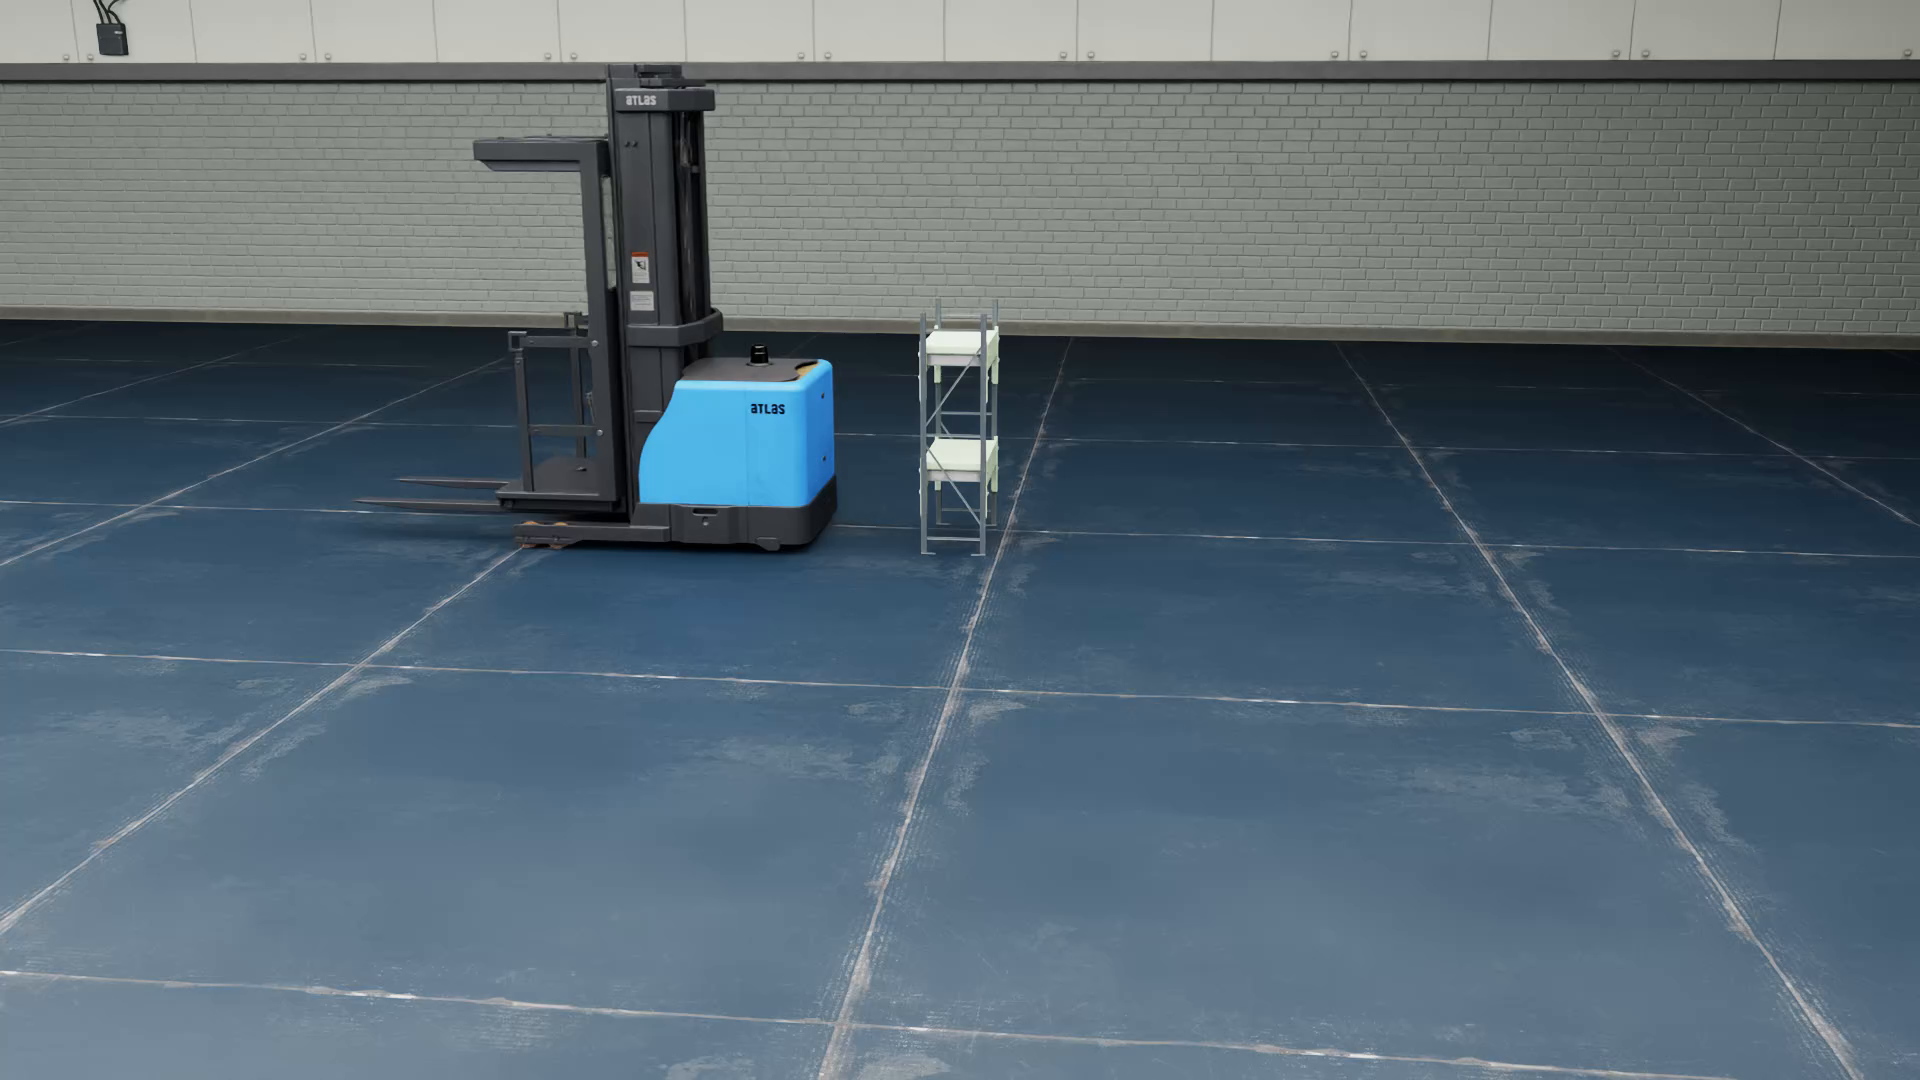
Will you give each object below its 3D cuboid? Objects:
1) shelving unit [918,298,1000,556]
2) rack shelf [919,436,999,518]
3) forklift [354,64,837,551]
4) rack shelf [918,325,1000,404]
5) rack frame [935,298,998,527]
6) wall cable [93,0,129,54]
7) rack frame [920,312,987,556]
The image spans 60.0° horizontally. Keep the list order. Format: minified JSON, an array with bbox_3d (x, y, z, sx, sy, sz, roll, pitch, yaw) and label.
[{"bbox_3d":[0.001,-0.726,10.473,0.431,1.500,0.755,2,15,6],"label":"shelving unit"},{"bbox_3d":[0.001,-0.411,10.558,0.431,0.370,0.720,2,15,6],"label":"rack shelf"},{"bbox_3d":[-2.378,-1.493,10.569,3.031,2.935,1.130,2,15,6],"label":"forklift"},{"bbox_3d":[0.001,-1.102,10.371,0.431,0.370,0.720,2,15,6],"label":"rack shelf"},{"bbox_3d":[0.042,-0.821,10.824,0.400,1.500,0.023,2,15,6],"label":"rack frame"},{"bbox_3d":[-9.123,-8.673,18.980,2.305,6.003,0.169,2,15,6],"label":"wall cable"},{"bbox_3d":[-0.041,-0.631,10.122,0.400,1.500,0.023,2,15,6],"label":"rack frame"}]
